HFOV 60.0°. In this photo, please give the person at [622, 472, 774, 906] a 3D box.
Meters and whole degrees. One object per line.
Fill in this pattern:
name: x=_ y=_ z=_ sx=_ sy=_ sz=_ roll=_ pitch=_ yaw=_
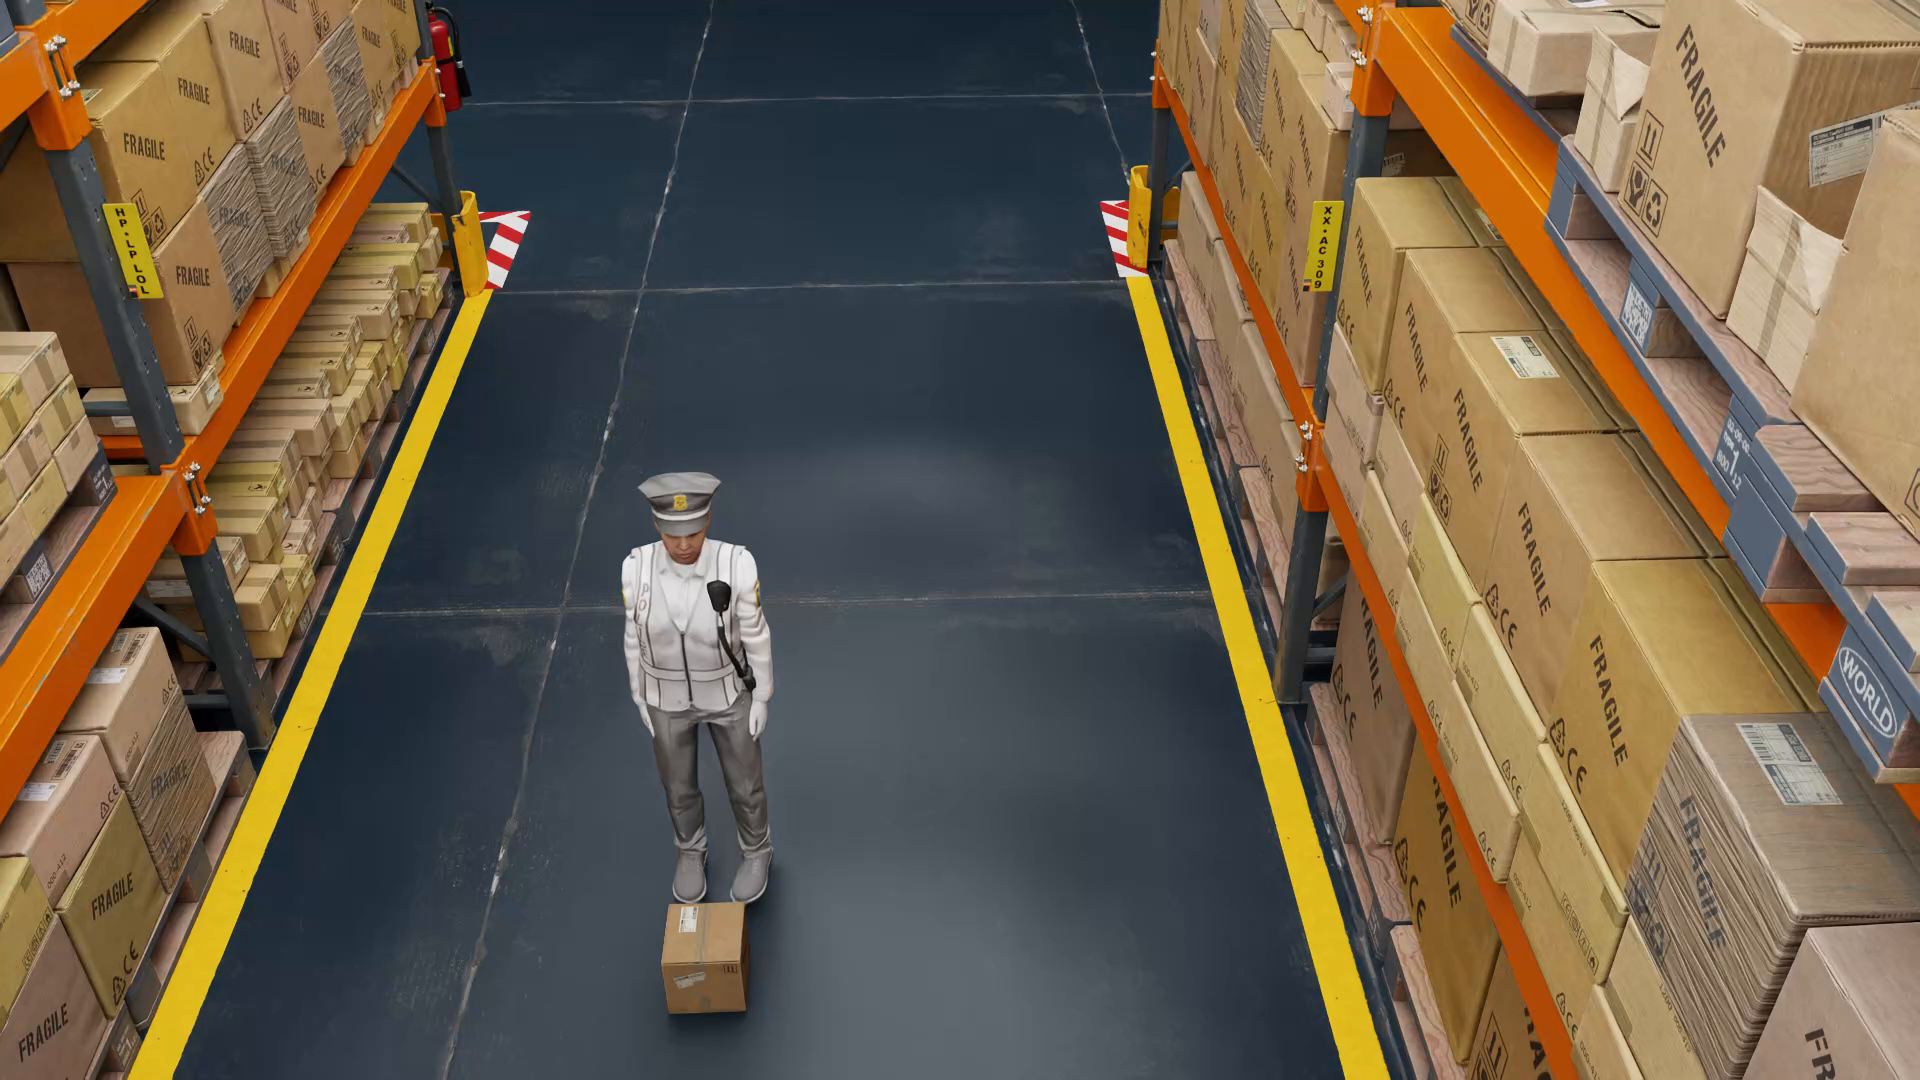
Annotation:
person: x=-0.840 y=0.508 z=5.417 sx=0.467 sy=1.682 sz=0.338 roll=-1 pitch=35 yaw=-1
